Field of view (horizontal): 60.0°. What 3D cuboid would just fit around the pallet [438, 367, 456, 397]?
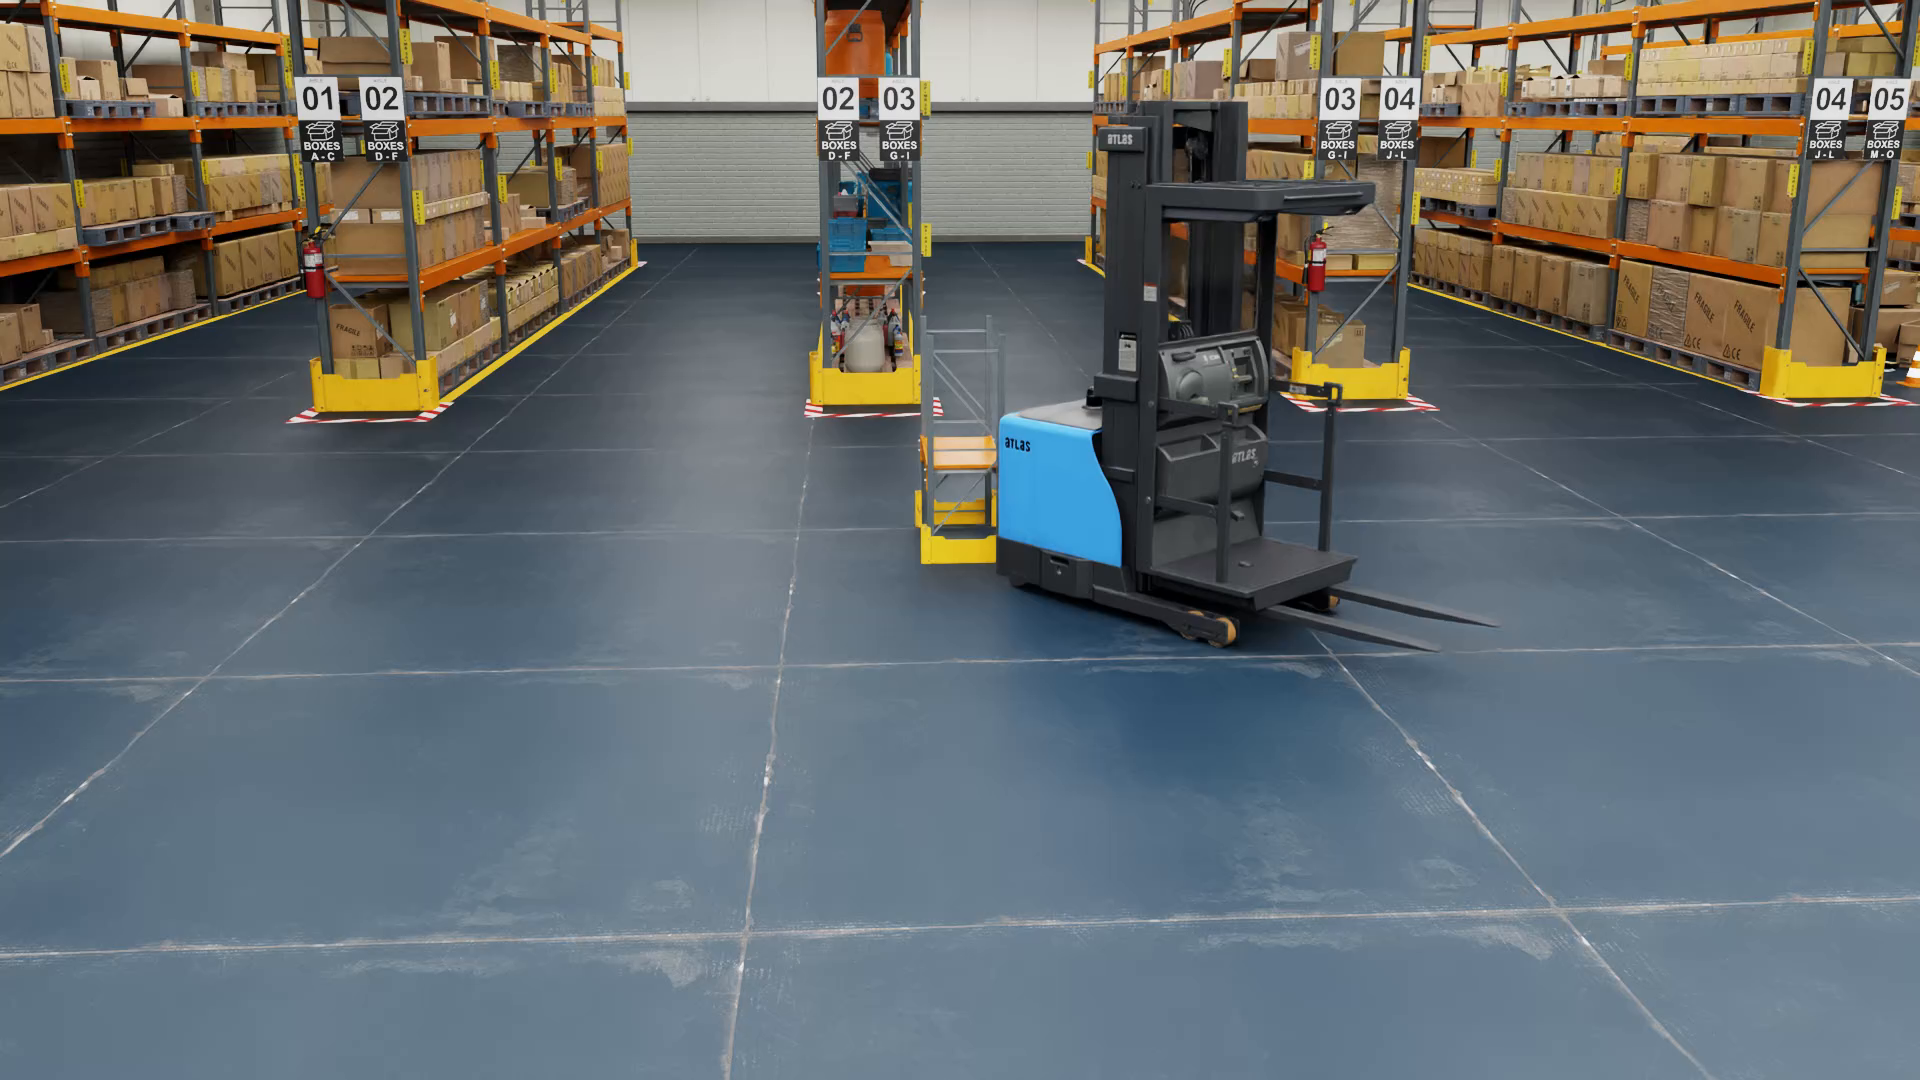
[{"bbox_3d":[-5.921,-1.616,17.383,1.003,0.211,1.213,-1,14,-3],"label":"pallet"}]

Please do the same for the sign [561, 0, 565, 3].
[{"bbox_3d":[-7.365,-10.144,30.858,0.100,0.325,0.005,-1,14,-3],"label":"sign"}]

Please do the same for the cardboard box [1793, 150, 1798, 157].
[{"bbox_3d":[13.158,-5.729,25.564,0.500,0.500,0.500,-1,14,-5],"label":"cardboard box"}]

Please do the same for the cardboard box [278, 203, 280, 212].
[{"bbox_3d":[-11.206,-5.365,26.821,0.380,0.149,0.250,0,14,-2],"label":"cardboard box"}]

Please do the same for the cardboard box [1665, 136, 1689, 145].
[{"bbox_3d":[12.919,-7.177,29.891,0.380,0.149,0.250,-1,14,-4],"label":"cardboard box"}]

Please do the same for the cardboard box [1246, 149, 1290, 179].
[{"bbox_3d":[3.614,-4.360,19.649,0.500,0.500,0.500,-1,14,-3],"label":"cardboard box"}]

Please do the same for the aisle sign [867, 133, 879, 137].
[{"bbox_3d":[-1.591,-8.113,31.821,0.394,0.787,0.004,-1,14,-3],"label":"aisle sign"}]

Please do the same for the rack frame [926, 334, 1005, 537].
[{"bbox_3d":[0.037,-0.579,10.766,0.500,1.500,0.032,-1,14,-3],"label":"rack frame"}]

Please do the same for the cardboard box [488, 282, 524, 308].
[{"bbox_3d":[-5.883,-3.146,21.284,0.500,0.311,0.500,-1,14,-4],"label":"cardboard box"}]

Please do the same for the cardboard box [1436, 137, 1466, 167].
[{"bbox_3d":[8.484,-6.757,28.965,0.500,0.500,0.500,-1,14,-2],"label":"cardboard box"}]

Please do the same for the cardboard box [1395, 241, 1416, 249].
[{"bbox_3d":[7.932,-5.223,29.490,0.380,0.149,0.250,-1,14,-3],"label":"cardboard box"}]

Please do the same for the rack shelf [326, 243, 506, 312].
[{"bbox_3d":[-5.956,-2.926,18.322,1.077,0.370,4.000,-1,14,-3],"label":"rack shelf"}]

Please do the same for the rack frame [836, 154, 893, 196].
[{"bbox_3d":[-1.631,-5.837,28.192,1.000,3.000,0.127,-1,14,-3],"label":"rack frame"}]

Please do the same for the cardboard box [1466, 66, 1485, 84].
[{"bbox_3d":[8.132,-7.258,25.958,0.396,0.266,0.258,-1,14,-3],"label":"cardboard box"}]

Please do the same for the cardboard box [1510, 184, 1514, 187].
[{"bbox_3d":[8.668,-5.386,25.506,0.380,0.149,0.250,0,14,-1],"label":"cardboard box"}]

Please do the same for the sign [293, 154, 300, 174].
[{"bbox_3d":[-10.978,-6.217,27.505,0.100,0.325,0.005,-1,14,-3],"label":"sign"}]

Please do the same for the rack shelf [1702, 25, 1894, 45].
[{"bbox_3d":[13.327,-7.932,26.542,1.077,0.370,4.000,-1,14,-3],"label":"rack shelf"}]

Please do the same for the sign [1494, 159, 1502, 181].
[{"bbox_3d":[7.976,-5.482,24.646,0.100,0.325,0.005,-1,14,-3],"label":"sign"}]

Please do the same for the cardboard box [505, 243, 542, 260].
[{"bbox_3d":[-6.628,-4.375,25.139,0.500,0.250,0.500,0,14,-1],"label":"cardboard box"}]

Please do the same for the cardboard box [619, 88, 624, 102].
[{"bbox_3d":[-6.537,-8.254,30.866,0.500,0.250,0.500,-1,14,-3],"label":"cardboard box"}]

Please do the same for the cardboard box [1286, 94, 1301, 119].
[{"bbox_3d":[3.738,-4.549,17.468,0.500,0.250,0.500,-1,14,-3],"label":"cardboard box"}]

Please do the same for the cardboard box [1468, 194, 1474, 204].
[{"bbox_3d":[8.014,-5.229,25.491,0.380,0.149,0.250,-1,14,-4],"label":"cardboard box"}]

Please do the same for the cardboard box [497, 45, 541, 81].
[{"bbox_3d":[-6.348,-6.860,23.943,0.500,0.500,0.500,-1,14,-3],"label":"cardboard box"}]

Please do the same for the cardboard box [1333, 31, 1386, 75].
[{"bbox_3d":[4.233,-5.189,17.855,0.500,0.500,0.500,-1,14,-4],"label":"cardboard box"}]

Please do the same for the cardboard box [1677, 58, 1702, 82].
[{"bbox_3d":[8.580,-5.374,19.034,0.500,0.250,0.500,-1,14,-4],"label":"cardboard box"}]

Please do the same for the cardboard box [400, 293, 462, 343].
[{"bbox_3d":[-5.720,-2.397,17.993,0.500,0.500,0.500,-1,14,-3],"label":"cardboard box"}]

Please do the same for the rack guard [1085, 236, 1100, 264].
[{"bbox_3d":[3.063,-5.703,32.690,1.175,0.500,0.348,-1,14,-3],"label":"rack guard"}]

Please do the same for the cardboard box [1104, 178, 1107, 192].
[{"bbox_3d":[2.928,-6.472,30.365,0.500,0.250,0.500,-1,14,-5],"label":"cardboard box"}]

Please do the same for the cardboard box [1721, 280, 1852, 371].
[{"bbox_3d":[8.904,-2.322,17.954,0.875,0.875,0.875,-1,14,-3],"label":"cardboard box"}]

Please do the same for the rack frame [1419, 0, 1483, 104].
[{"bbox_3d":[8.269,-8.870,27.941,1.000,3.000,0.127,-1,14,-3],"label":"rack frame"}]

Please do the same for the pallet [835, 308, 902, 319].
[{"bbox_3d":[-1.302,-2.996,22.745,1.003,0.211,1.213,-1,14,-3],"label":"pallet"}]

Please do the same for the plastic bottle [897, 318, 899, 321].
[{"bbox_3d":[-0.745,-2.501,19.797,0.061,0.283,0.133,0,14,0],"label":"plastic bottle"}]

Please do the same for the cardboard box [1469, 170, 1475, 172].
[{"bbox_3d":[8.548,-5.980,27.216,0.380,0.149,0.250,-1,14,-5],"label":"cardboard box"}]

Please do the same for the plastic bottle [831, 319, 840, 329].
[{"bbox_3d":[-1.450,-2.371,19.156,0.144,0.351,0.185,0,14,-1],"label":"plastic bottle"}]

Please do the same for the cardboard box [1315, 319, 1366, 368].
[{"bbox_3d":[4.034,-2.077,17.753,0.500,0.500,0.500,2,15,7],"label":"cardboard box"}]

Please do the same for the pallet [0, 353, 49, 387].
[{"bbox_3d":[-10.868,-1.873,18.383,1.003,0.211,1.213,-1,14,-3],"label":"pallet"}]

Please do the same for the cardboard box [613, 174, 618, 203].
[{"bbox_3d":[-6.432,-6.319,29.865,0.500,0.500,0.500,-1,14,-4],"label":"cardboard box"}]

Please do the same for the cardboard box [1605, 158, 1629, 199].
[{"bbox_3d":[8.728,-4.631,21.299,0.700,0.500,0.500,-1,14,-4],"label":"cardboard box"}]

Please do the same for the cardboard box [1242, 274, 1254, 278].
[{"bbox_3d":[3.745,-3.337,22.610,0.700,0.500,0.500,-2,15,-8],"label":"cardboard box"}]

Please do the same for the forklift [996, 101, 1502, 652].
[{"bbox_3d":[1.610,-0.968,9.408,1.130,2.935,3.031,-14,20,-42],"label":"forklift"}]

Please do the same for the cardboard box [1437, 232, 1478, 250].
[{"bbox_3d":[8.114,-4.873,27.117,0.500,0.250,0.500,0,14,-1],"label":"cardboard box"}]

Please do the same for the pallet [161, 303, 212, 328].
[{"bbox_3d":[-11.225,-3.144,23.323,1.003,0.211,1.213,-1,14,-3],"label":"pallet"}]

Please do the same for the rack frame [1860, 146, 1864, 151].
[{"bbox_3d":[17.909,-7.139,33.251,1.000,3.000,0.127,-1,14,-3],"label":"rack frame"}]

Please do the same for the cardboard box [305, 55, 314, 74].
[{"bbox_3d":[-11.322,-7.988,28.286,0.500,0.500,0.500,-1,14,-5],"label":"cardboard box"}]

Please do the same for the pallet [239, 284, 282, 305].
[{"bbox_3d":[-11.318,-3.838,26.021,1.003,0.211,1.213,-1,14,-3],"label":"pallet"}]

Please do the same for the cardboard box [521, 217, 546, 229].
[{"bbox_3d":[-5.996,-4.425,23.210,0.380,0.149,0.250,-1,14,-3],"label":"cardboard box"}]

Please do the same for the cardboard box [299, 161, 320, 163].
[{"bbox_3d":[-11.669,-6.516,30.231,0.980,0.700,0.700,-1,14,-4],"label":"cardboard box"}]

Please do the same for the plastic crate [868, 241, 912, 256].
[{"bbox_3d":[-0.782,-3.320,18.937,0.530,0.136,0.437,-1,14,-3],"label":"plastic crate"}]

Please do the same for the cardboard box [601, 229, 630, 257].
[{"bbox_3d":[-6.544,-5.627,31.510,0.500,0.500,0.500,-1,14,-3],"label":"cardboard box"}]

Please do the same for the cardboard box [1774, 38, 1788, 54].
[{"bbox_3d":[8.639,-5.090,17.130,0.380,0.149,0.250,-1,14,-3],"label":"cardboard box"}]

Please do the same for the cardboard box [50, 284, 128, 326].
[{"bbox_3d":[-11.168,-3.007,21.328,0.700,0.500,0.500,-1,14,-5],"label":"cardboard box"}]

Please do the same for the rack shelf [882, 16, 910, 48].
[{"bbox_3d":[-1.260,-6.708,21.784,1.077,0.370,4.000,-1,14,-3],"label":"rack shelf"}]

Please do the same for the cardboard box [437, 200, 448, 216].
[{"bbox_3d":[-5.723,-3.561,17.843,0.380,0.149,0.250,-1,14,-4],"label":"cardboard box"}]

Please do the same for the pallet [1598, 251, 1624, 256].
[{"bbox_3d":[13.083,-5.513,32.529,1.003,0.211,1.213,-1,14,-3],"label":"pallet"}]

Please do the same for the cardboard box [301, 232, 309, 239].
[{"bbox_3d":[-11.302,-5.266,28.847,0.380,0.149,0.250,0,14,-2],"label":"cardboard box"}]

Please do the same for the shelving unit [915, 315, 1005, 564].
[{"bbox_3d":[0.005,-0.707,11.266,0.587,1.500,1.083,-1,14,-3],"label":"shelving unit"}]

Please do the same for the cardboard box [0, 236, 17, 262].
[{"bbox_3d":[-10.590,-3.144,17.988,0.500,0.250,0.500,-1,14,-3],"label":"cardboard box"}]
